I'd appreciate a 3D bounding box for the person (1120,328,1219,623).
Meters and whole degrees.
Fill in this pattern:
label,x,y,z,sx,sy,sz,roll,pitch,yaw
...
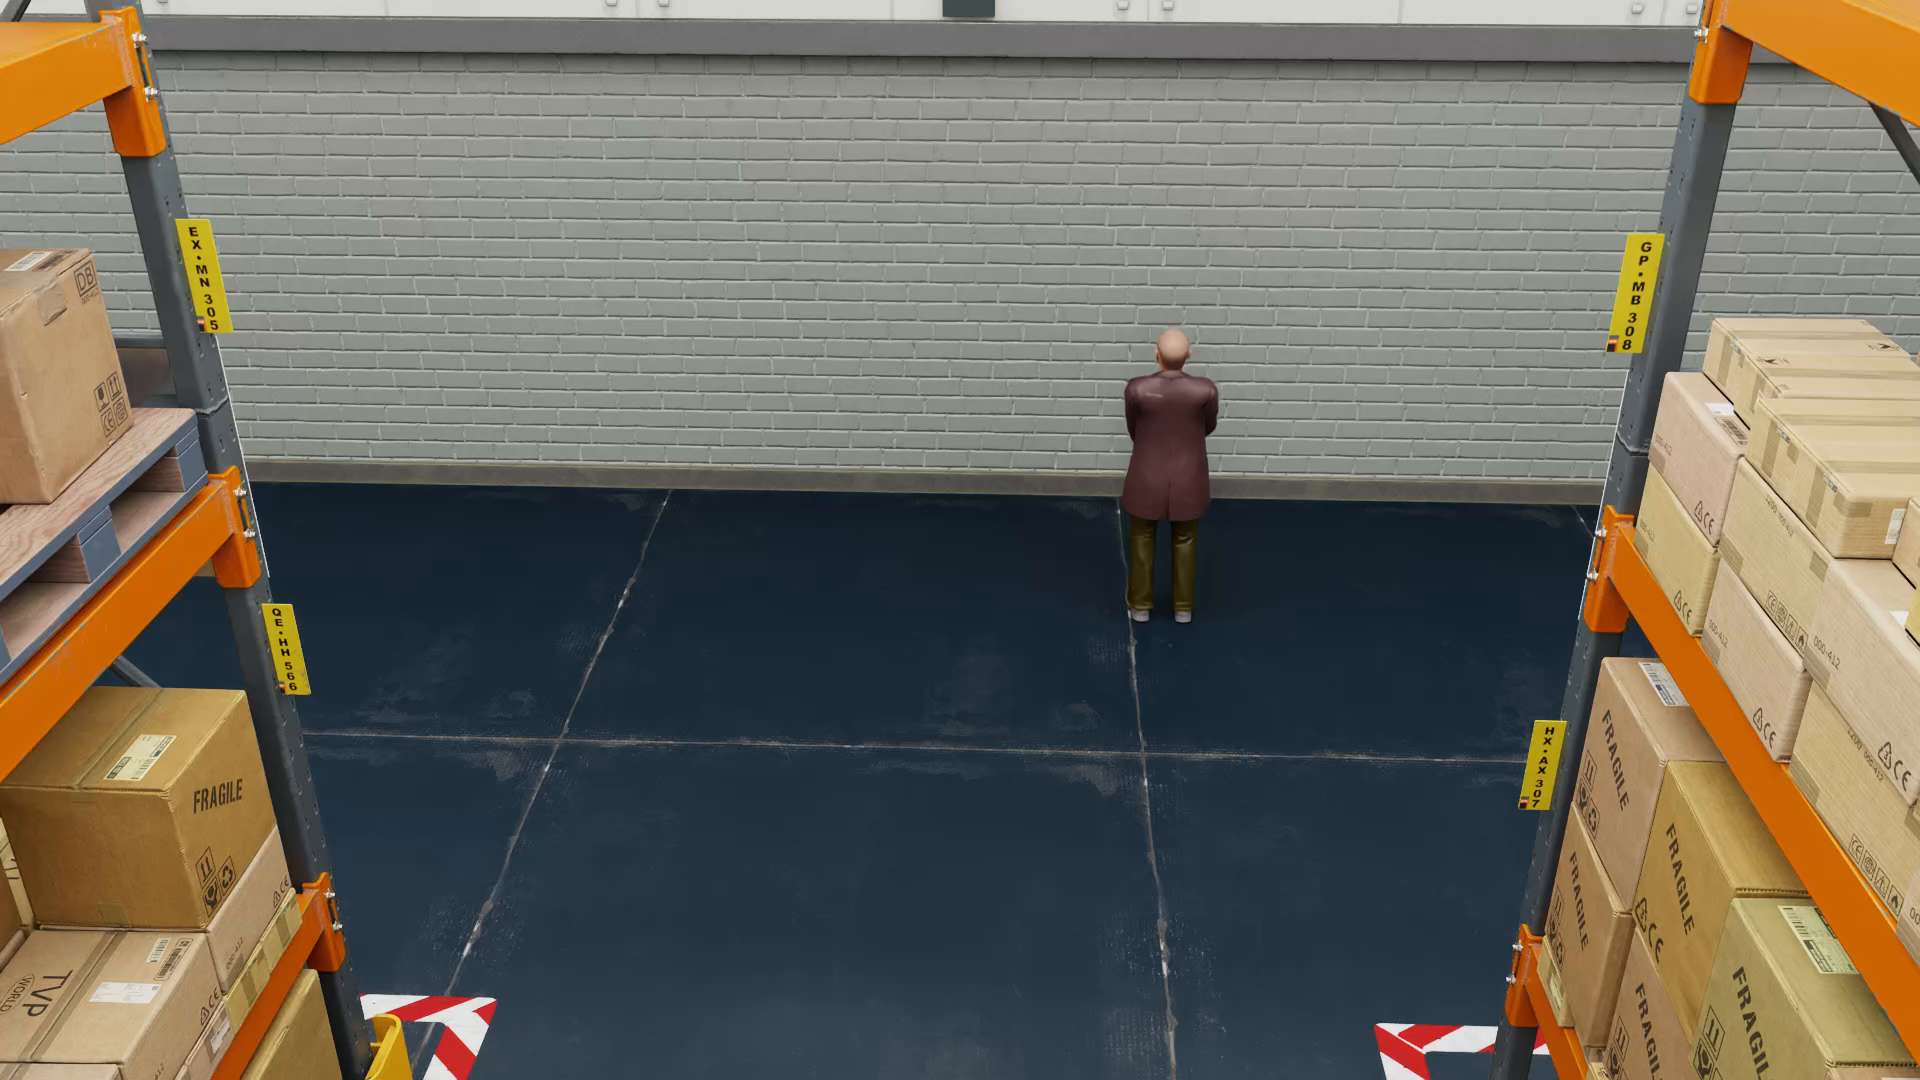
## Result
label,x,y,z,sx,sy,sz,roll,pitch,yaw
person,1.166,-0.413,9.432,0.529,1.773,0.558,1,28,3
